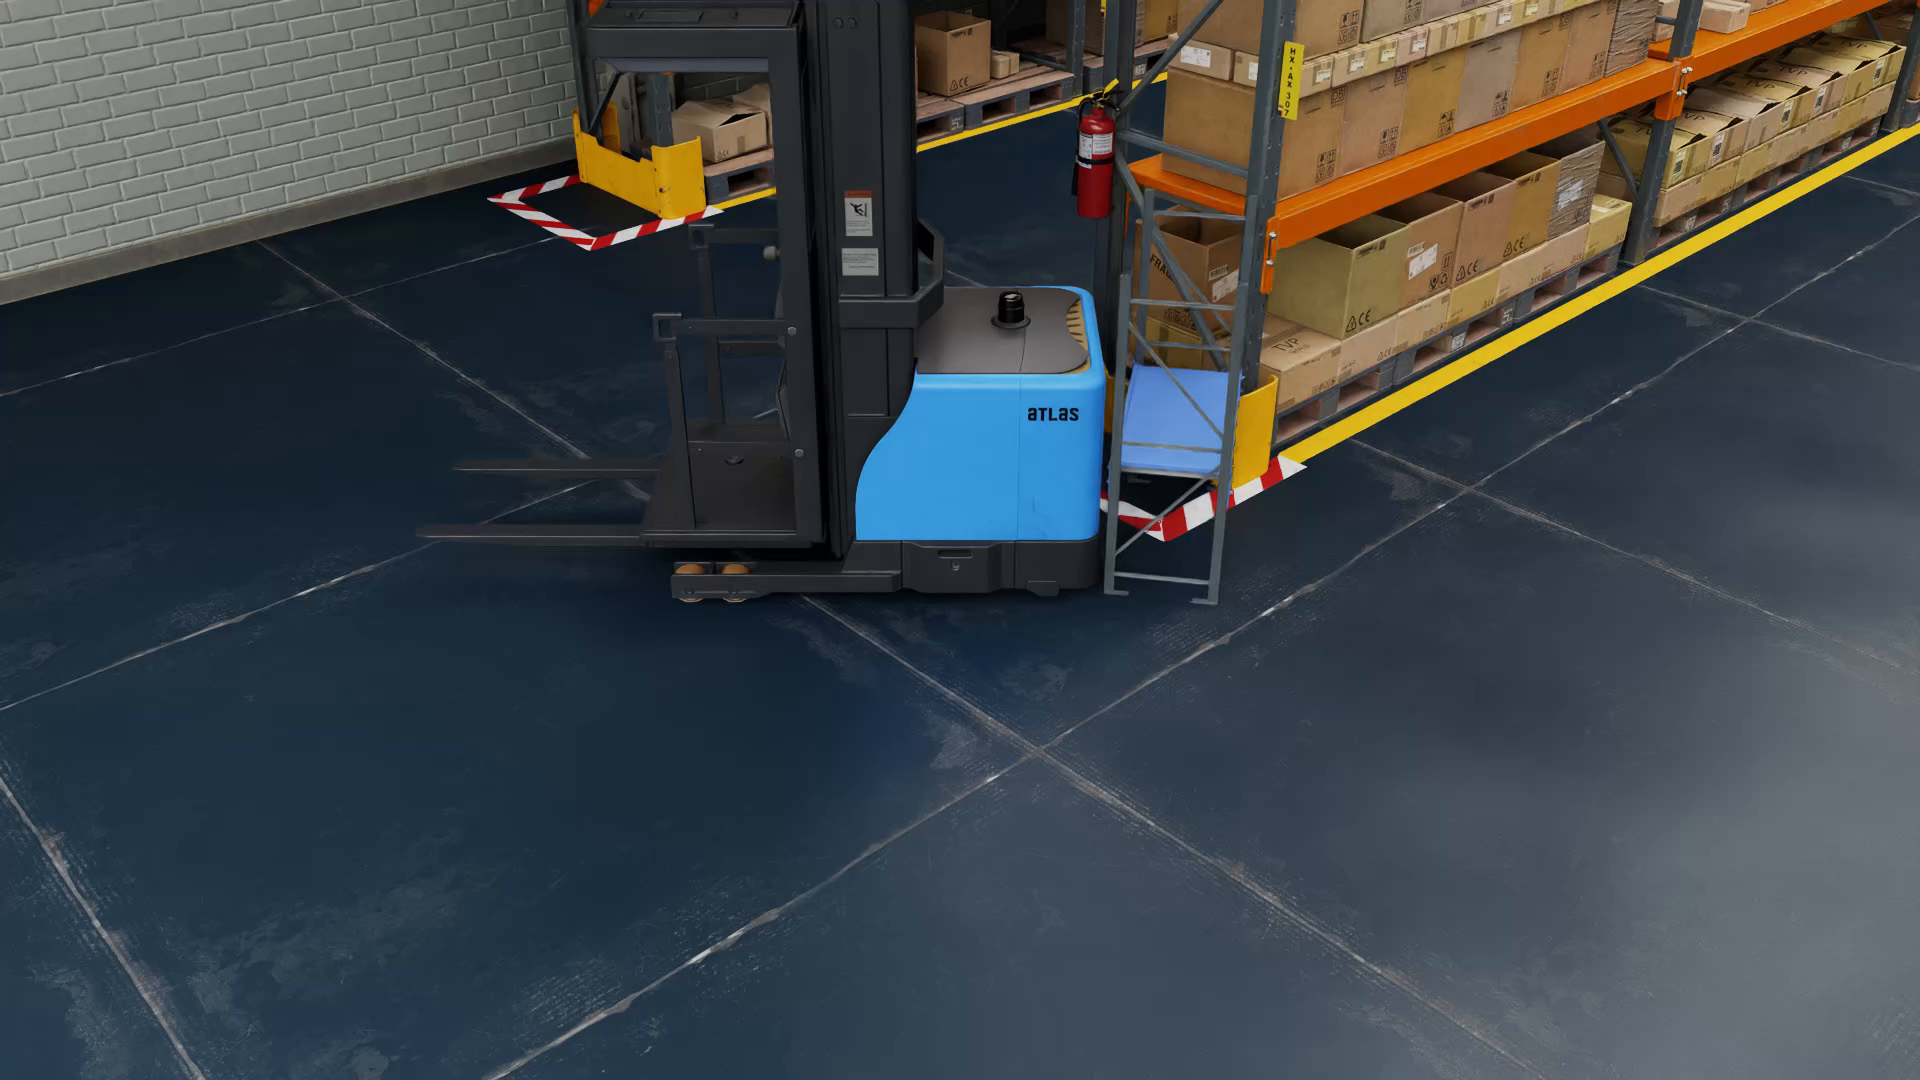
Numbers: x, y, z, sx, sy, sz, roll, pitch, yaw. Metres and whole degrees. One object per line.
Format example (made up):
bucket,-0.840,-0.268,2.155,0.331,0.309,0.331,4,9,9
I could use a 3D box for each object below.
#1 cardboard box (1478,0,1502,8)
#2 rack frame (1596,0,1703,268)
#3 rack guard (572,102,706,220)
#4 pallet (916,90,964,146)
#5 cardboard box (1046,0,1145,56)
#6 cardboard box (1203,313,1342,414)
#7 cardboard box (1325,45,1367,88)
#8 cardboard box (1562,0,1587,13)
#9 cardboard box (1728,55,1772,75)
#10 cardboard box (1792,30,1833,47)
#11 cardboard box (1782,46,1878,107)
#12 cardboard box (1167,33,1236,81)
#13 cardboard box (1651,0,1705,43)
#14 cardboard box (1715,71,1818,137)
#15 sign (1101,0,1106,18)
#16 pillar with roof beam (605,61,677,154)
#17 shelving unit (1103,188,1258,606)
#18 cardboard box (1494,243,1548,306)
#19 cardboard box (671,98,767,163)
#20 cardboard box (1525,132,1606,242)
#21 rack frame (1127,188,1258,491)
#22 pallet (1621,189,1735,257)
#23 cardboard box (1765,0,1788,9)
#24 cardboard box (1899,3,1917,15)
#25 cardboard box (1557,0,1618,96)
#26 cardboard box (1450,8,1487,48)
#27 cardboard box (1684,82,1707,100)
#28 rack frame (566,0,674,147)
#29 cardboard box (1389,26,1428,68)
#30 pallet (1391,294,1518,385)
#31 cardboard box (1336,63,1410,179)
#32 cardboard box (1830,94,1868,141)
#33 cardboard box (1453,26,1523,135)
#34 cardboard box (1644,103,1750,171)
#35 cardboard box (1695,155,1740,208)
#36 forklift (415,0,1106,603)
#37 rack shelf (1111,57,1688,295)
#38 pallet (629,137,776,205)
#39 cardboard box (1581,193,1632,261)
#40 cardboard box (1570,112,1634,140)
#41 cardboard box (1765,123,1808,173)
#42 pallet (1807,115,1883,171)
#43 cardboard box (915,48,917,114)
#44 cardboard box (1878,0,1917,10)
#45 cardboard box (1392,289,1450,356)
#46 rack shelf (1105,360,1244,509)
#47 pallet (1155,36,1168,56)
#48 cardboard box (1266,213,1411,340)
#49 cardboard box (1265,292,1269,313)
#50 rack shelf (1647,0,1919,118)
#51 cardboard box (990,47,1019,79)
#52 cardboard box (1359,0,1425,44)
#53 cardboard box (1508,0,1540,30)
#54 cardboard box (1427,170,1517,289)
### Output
cardboard box,2.574,-3.129,8.652,0.500,0.500,0.700,-26,40,-35
rack frame,3.999,-3.227,10.152,0.127,3.000,1.000,-26,40,-35
rack guard,-2.250,-2.662,11.624,0.348,0.500,1.175,-26,40,-35
pallet,-0.735,-3.244,12.853,1.213,0.211,1.003,-26,40,-35
cardboard box,1.156,-4.509,14.223,0.500,0.500,0.700,-24,39,-34
cardboard box,1.610,-0.919,8.611,0.500,0.250,0.500,-26,40,-35
cardboard box,1.692,-2.279,7.884,0.250,0.149,0.380,-27,41,-37
cardboard box,3.198,-3.008,9.075,0.250,0.149,0.380,-26,40,-36
cardboard box,5.593,-3.448,12.209,0.500,0.311,0.500,-27,41,-37
cardboard box,6.348,-3.817,12.813,0.500,0.311,0.500,-24,39,-34
cardboard box,6.339,-3.424,12.170,0.500,0.311,0.500,-27,40,-36
cardboard box,1.216,-2.336,7.977,0.250,0.149,0.380,-27,40,-36
cardboard box,4.330,-3.354,10.504,0.500,0.250,0.500,-23,38,-33
cardboard box,5.598,-3.069,11.590,0.500,0.311,0.500,-25,39,-34
sign,0.707,-2.615,7.815,0.005,0.325,0.100,-26,40,-35
pillar with roof beam,0.547,-5.193,7.617,0.400,9.000,9.100,-26,40,-35
shelving unit,0.978,-0.645,7.367,0.538,1.500,1.048,6,32,9
cardboard box,3.077,-1.628,9.771,0.500,0.250,0.500,-26,40,-35
cardboard box,-1.737,-2.953,11.860,0.500,0.311,0.500,24,39,34
cardboard box,3.433,-2.132,9.875,0.500,0.500,0.500,-26,40,-35
rack frame,1.073,-0.905,7.793,0.500,1.500,0.032,6,32,9
pallet,4.512,-2.313,11.331,1.213,0.211,1.003,-26,40,-35
cardboard box,5.327,-3.900,11.157,0.500,0.500,0.500,-26,40,-35
cardboard box,7.840,-4.007,13.402,0.500,0.500,0.500,-27,41,-37
cardboard box,3.295,-2.920,9.554,0.500,0.500,0.700,-26,40,-36
cardboard box,2.443,-2.642,8.477,0.250,0.149,0.380,-26,40,-36
cardboard box,4.846,-3.088,11.621,0.500,0.311,0.500,-26,40,-36
rack frame,-2.305,-3.702,10.928,0.127,3.000,1.000,-26,40,-35
cardboard box,2.062,-2.455,8.173,0.250,0.149,0.380,-27,40,-36
pallet,2.492,-1.336,9.733,1.213,0.211,1.003,-26,40,-35
cardboard box,1.798,-2.199,8.376,0.500,0.500,0.700,-25,39,-34
cardboard box,6.336,-3.188,12.321,0.500,0.250,0.500,-26,40,-36
cardboard box,2.550,-2.561,8.968,0.500,0.500,0.700,-24,39,-34
cardboard box,4.842,-2.699,10.984,0.500,0.311,0.500,-26,40,-36
cardboard box,4.839,-2.462,11.134,0.500,0.250,0.500,-25,39,-34
forklift,-0.897,-1.252,6.988,3.031,2.935,1.130,0,31,0
rack shelf,2.532,-2.210,9.179,4.000,0.370,1.077,-26,40,-35
pallet,-1.630,-2.814,12.149,1.213,0.211,1.003,-26,40,-35
cardboard box,3.807,-1.985,10.354,0.500,0.250,0.500,-26,40,-35
cardboard box,4.101,-2.725,11.027,0.500,0.311,0.500,-26,40,-35
cardboard box,5.590,-2.827,11.731,0.500,0.250,0.500,-25,39,-35
pallet,6.302,-3.179,12.746,1.213,0.211,1.003,-26,40,-35
cardboard box,-0.747,-3.477,12.535,0.700,0.500,0.500,26,40,36
cardboard box,7.496,-4.530,13.538,0.500,0.250,0.500,-24,39,-34
cardboard box,2.341,-1.275,9.193,0.500,0.250,0.500,-26,40,-35
rack shelf,0.978,-0.491,7.460,0.538,0.185,1.000,6,32,9
pallet,2.093,-4.642,15.140,1.213,0.211,1.003,-26,40,-35
cardboard box,1.975,-1.417,8.707,0.500,0.500,0.500,-26,40,-35
cardboard box,1.616,-1.299,9.233,0.500,0.250,0.500,-26,40,-35
rack shelf,5.465,-3.629,11.499,4.000,0.370,1.077,-26,40,-35
cardboard box,0.256,-3.898,13.544,0.380,0.166,0.250,23,38,33
cardboard box,1.837,-2.772,8.069,0.500,0.500,0.700,-27,41,-37
cardboard box,2.820,-2.823,8.773,0.250,0.149,0.380,-24,39,-34
cardboard box,2.712,-1.770,9.284,0.500,0.500,0.500,-26,40,-35
